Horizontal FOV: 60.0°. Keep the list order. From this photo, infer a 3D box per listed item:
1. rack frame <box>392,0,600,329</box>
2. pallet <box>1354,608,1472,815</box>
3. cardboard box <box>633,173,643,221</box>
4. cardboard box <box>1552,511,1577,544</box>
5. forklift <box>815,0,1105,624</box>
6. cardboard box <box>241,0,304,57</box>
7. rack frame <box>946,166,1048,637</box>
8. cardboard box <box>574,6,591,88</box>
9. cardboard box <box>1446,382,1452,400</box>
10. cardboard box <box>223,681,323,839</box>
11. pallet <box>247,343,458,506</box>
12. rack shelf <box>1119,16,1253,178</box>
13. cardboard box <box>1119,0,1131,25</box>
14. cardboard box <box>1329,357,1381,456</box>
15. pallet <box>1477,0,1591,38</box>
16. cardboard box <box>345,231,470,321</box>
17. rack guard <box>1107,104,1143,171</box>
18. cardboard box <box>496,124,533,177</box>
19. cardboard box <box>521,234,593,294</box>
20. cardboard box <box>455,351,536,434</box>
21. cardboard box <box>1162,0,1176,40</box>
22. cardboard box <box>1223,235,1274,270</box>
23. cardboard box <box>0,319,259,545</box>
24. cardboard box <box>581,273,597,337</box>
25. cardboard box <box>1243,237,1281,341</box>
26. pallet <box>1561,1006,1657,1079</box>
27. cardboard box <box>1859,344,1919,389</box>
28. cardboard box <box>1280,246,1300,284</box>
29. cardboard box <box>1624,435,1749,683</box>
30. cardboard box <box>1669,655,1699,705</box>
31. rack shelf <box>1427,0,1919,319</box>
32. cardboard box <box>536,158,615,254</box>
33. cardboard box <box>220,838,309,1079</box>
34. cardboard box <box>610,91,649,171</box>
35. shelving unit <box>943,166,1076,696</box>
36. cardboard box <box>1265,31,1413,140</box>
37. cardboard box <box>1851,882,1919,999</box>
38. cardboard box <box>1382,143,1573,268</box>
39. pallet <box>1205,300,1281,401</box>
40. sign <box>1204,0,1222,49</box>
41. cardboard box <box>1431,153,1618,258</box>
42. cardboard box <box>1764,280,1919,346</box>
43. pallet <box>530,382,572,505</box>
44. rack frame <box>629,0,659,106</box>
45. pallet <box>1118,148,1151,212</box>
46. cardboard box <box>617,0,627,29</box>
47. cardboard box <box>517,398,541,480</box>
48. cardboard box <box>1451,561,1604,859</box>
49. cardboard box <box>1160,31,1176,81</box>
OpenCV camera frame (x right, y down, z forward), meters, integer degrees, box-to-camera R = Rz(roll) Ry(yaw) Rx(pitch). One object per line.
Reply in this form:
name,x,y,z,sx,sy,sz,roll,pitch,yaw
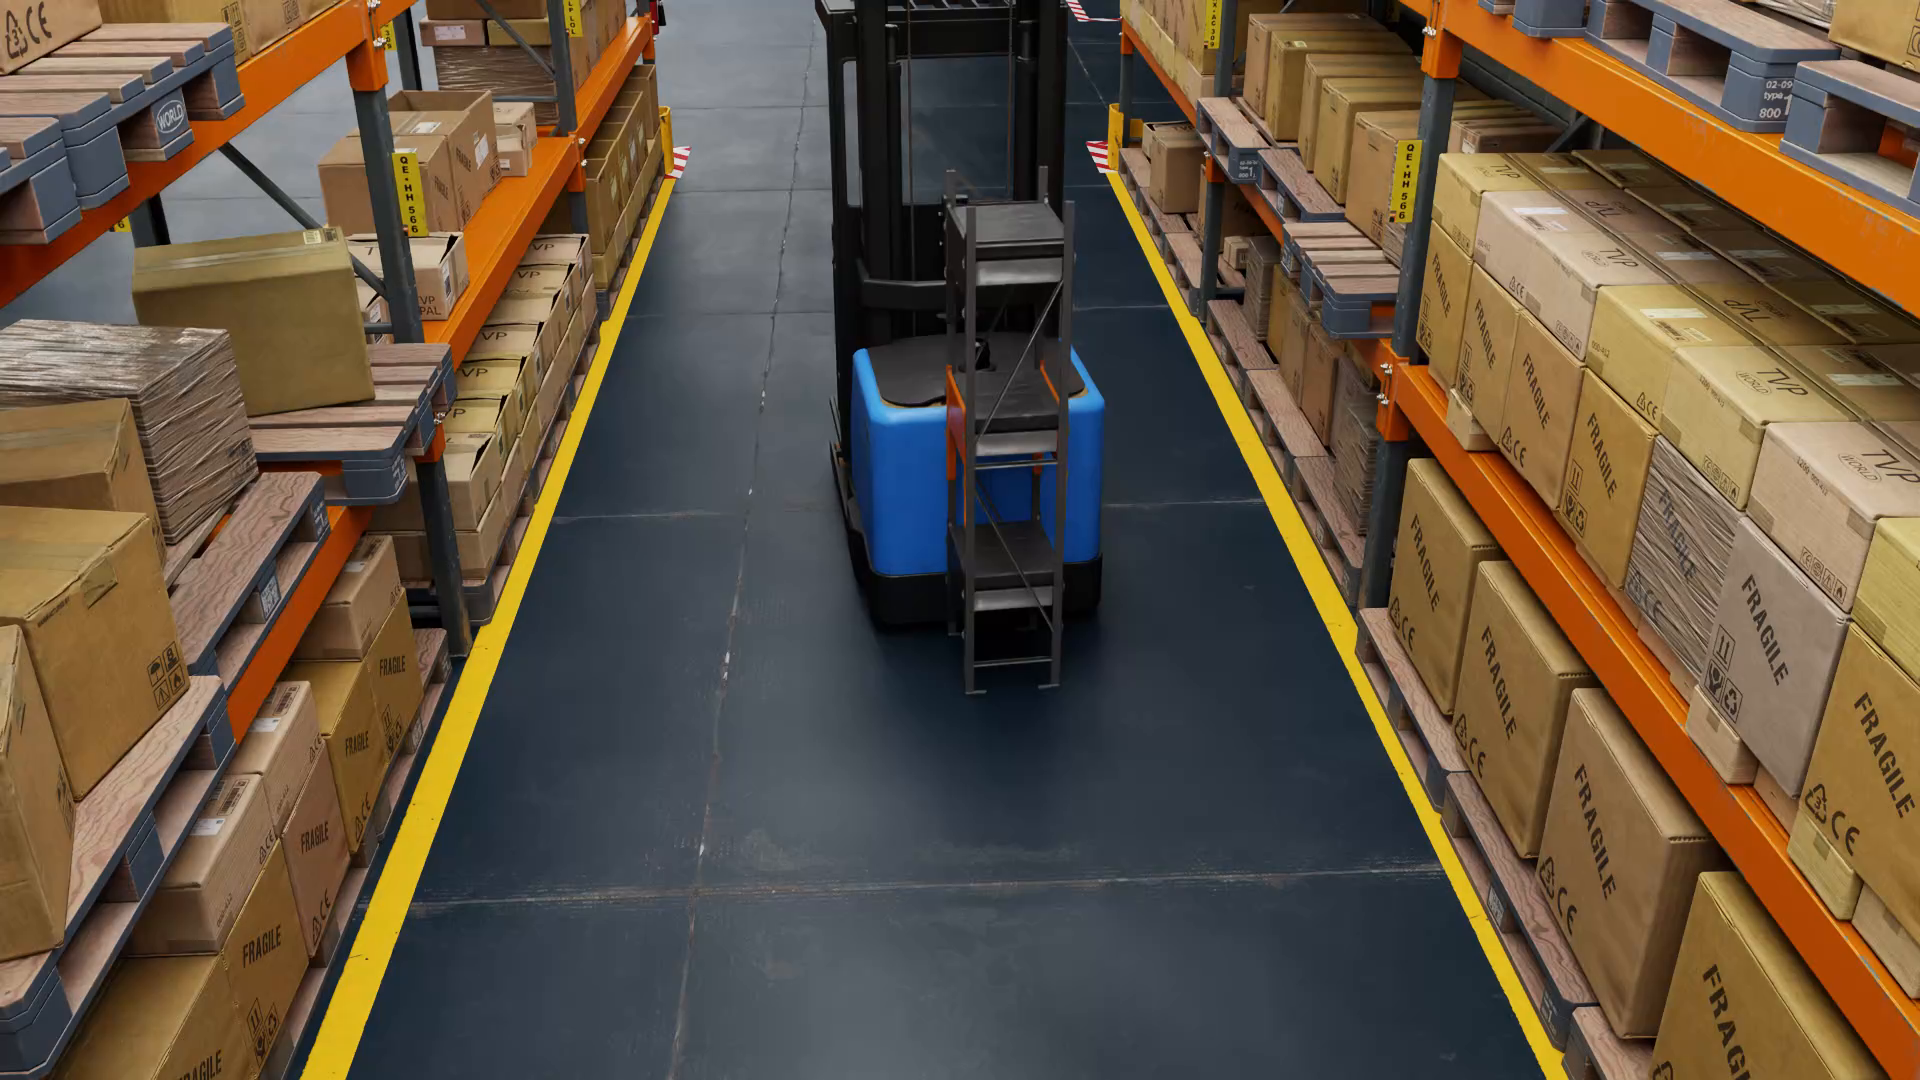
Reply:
rack frame,-2.860,-2.673,10.132,1.000,3.000,0.127,-1,28,-3
pallet,2.262,0.655,6.766,1.003,0.211,1.213,-1,28,-3
cardboard box,-2.655,-2.554,12.423,0.500,0.250,0.500,-1,28,-3
cardboard box,2.177,-0.094,5.436,0.380,0.149,0.250,-1,28,-2
forklift,-0.096,-1.585,8.119,1.130,2.935,3.031,-4,28,-8
cardboard box,-2.568,-1.764,5.037,0.910,0.500,0.500,-1,28,-3
rack frame,0.146,-0.517,6.970,0.400,2.100,0.015,-4,28,-8
cardboard box,-2.945,-3.397,11.412,0.700,0.500,0.500,-1,28,-2
cardboard box,2.086,-0.570,6.350,0.380,0.149,0.250,-1,28,-2
cardboard box,-2.303,0.679,5.120,0.500,0.250,0.500,-2,28,-4
pallet,-2.545,-0.429,6.037,1.213,0.211,1.003,-1,28,-3
rack shelf,1.983,-3.399,12.301,1.077,0.370,4.000,-1,28,-3
cardboard box,1.587,-4.351,13.489,0.500,0.250,0.500,-2,28,-4
cardboard box,2.296,-0.606,8.395,0.700,0.500,0.500,-1,28,-3
pallet,2.383,-1.897,5.605,1.213,0.211,1.003,0,28,0
cardboard box,-2.504,-1.204,7.411,0.500,0.311,0.500,-2,28,-3
rack guard,1.882,-3.498,14.417,1.175,0.500,0.348,-1,28,-3
cardboard box,-2.630,-2.212,9.393,0.396,0.266,0.258,-2,28,-4
cardboard box,-2.552,-1.709,10.195,0.500,0.311,0.500,-1,28,-3
cardboard box,-2.445,-0.768,8.393,0.500,0.311,0.500,-2,28,-4
cardboard box,1.706,-3.743,11.513,0.500,0.500,0.500,-2,28,-4
cardboard box,2.029,-1.980,11.390,0.380,0.166,0.250,-5,28,-9
cardboard box,-2.648,-0.341,5.099,0.700,0.500,0.500,4,28,7
cardboard box,-2.548,-1.456,10.317,0.500,0.250,0.500,-2,28,-3
cardboard box,2.142,-1.542,10.190,0.700,0.500,0.500,0,28,-1
pallet,2.389,1.782,4.605,1.003,0.211,1.213,-1,28,-3
cardboard box,2.676,-0.309,4.337,0.500,0.250,0.500,-2,28,-4
cardboard box,2.169,-1.671,9.626,0.500,0.250,0.500,-2,28,-4
cardboard box,2.175,0.040,4.478,0.500,0.500,0.500,-1,28,-3
cardboard box,2.180,0.382,4.525,0.380,0.149,0.250,-1,28,-3
rack shelf,2.400,-1.035,4.524,1.077,0.370,4.000,-1,28,-3
cardboard box,-2.571,-2.194,10.922,0.500,0.500,0.500,-1,28,-3
cardboard box,-2.281,1.228,4.879,0.500,0.500,0.500,-1,28,-2
cardboard box,-2.676,-3.118,12.693,0.500,0.500,0.500,-1,28,-3
shelving unit,0.184,-0.405,6.756,0.431,2.100,0.503,-4,28,-8
cardboard box,2.102,-2.540,9.292,0.700,0.500,0.500,1,28,3
cardboard box,2.204,0.853,3.620,0.380,0.149,0.250,-1,28,-2
cardboard box,2.261,-1.403,7.113,0.700,0.500,0.500,-5,28,-9
pallet,2.129,-1.199,10.320,1.003,0.211,1.213,-1,28,-3
sign,1.546,-3.162,10.132,0.100,0.325,0.005,-1,28,-3
cardboard box,2.064,-1.236,6.113,0.500,0.250,0.500,-1,28,-1
cardboard box,2.653,-0.550,4.799,0.500,0.250,0.500,-2,28,-4
pallet,-2.715,-0.533,9.043,1.003,0.211,1.213,-1,28,-3
rack frame,-3.068,-4.520,13.673,1.000,3.000,0.127,-1,28,-3
pallet,1.889,-2.994,13.763,1.003,0.211,1.213,-1,28,-3
cardboard box,-3.057,-4.349,13.236,0.700,0.500,0.500,-1,28,-3
cardboard box,-2.445,-0.514,8.511,0.500,0.250,0.500,-2,28,-4
cardboard box,2.243,0.567,5.789,0.750,0.750,0.750,-2,28,-3
cardboard box,1.700,-3.410,11.686,0.500,0.250,0.500,-2,28,-3
